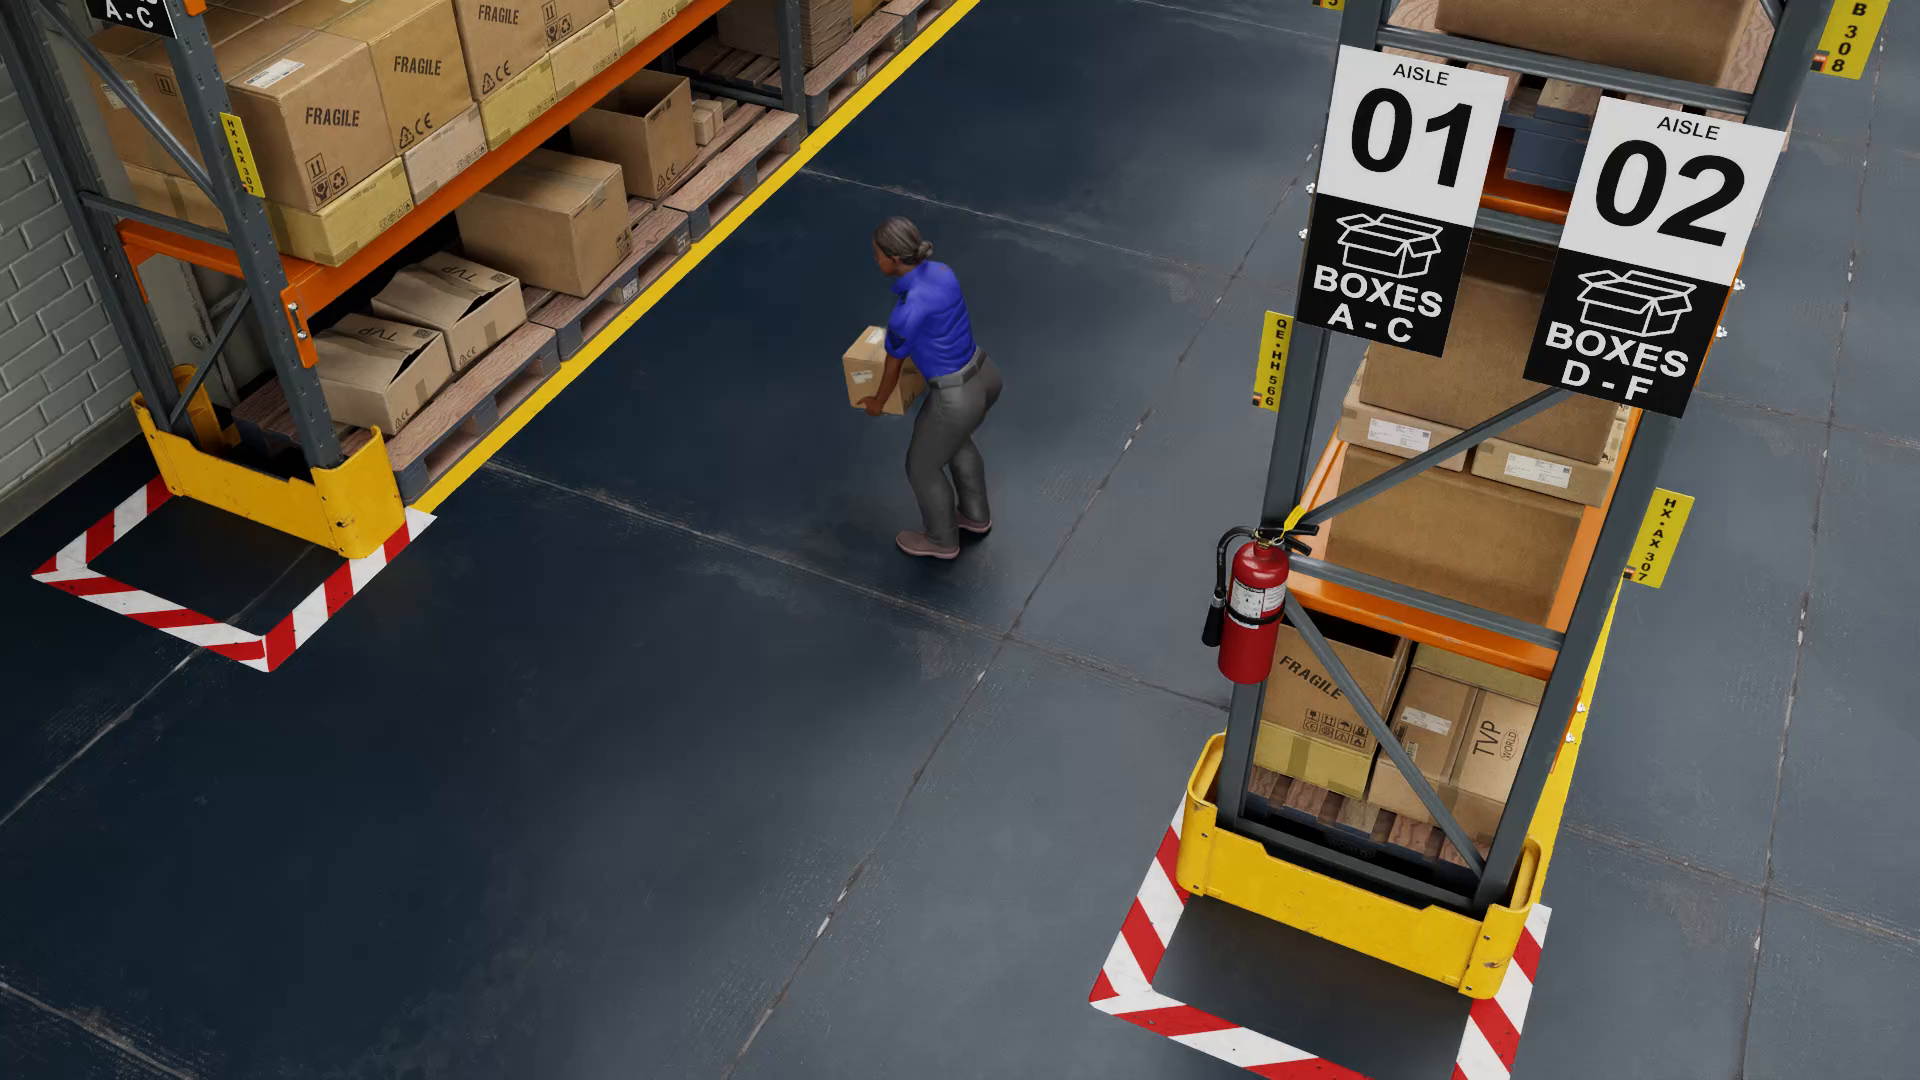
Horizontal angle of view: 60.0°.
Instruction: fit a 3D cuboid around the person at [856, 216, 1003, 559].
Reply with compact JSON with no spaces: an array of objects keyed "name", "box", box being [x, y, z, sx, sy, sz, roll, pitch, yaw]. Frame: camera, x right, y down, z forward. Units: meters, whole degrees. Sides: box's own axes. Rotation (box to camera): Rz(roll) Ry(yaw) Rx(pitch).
[{"name":"person","box":[-0.126,-0.613,6.890,0.560,1.599,0.413,17,45,18]}]
